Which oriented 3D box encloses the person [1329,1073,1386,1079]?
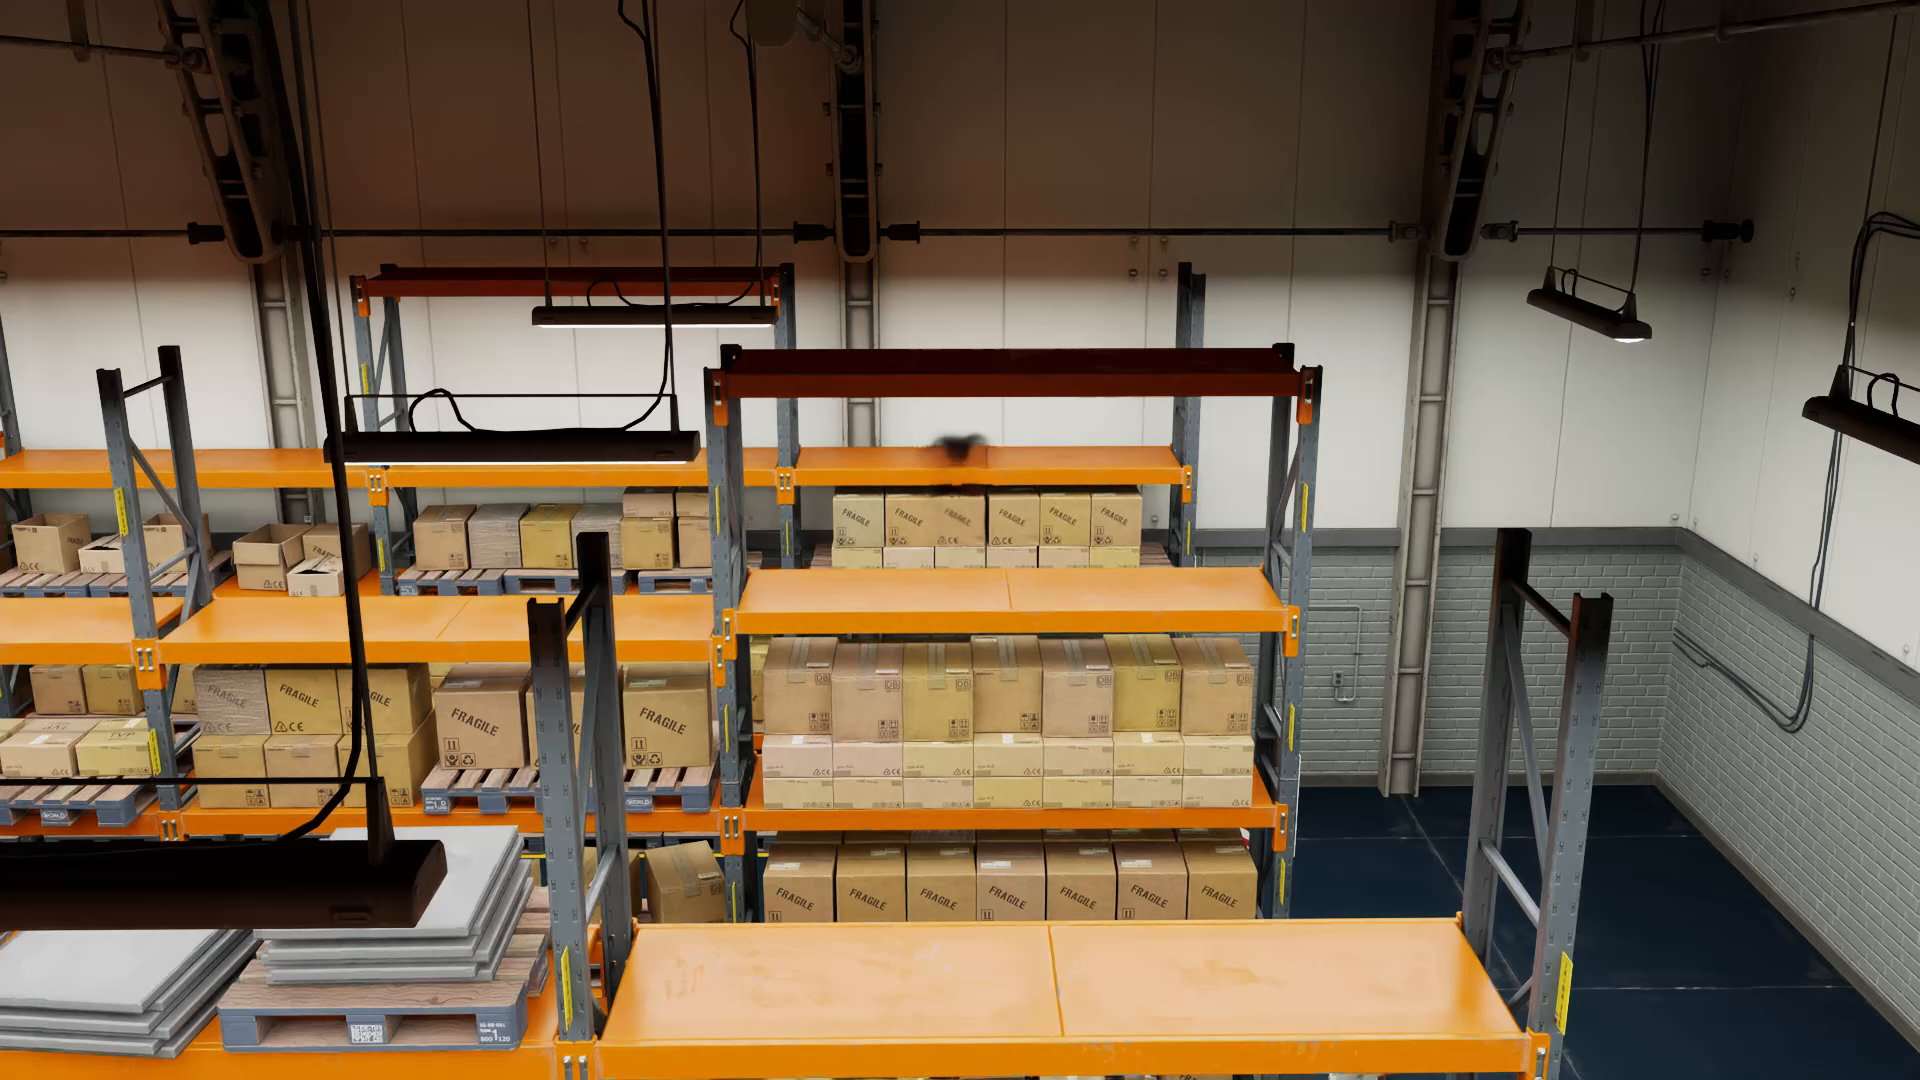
[{"bbox_3d":[2.691,3.995,11.638,0.597,1.792,0.569,10,19,32],"label":"person"}]
